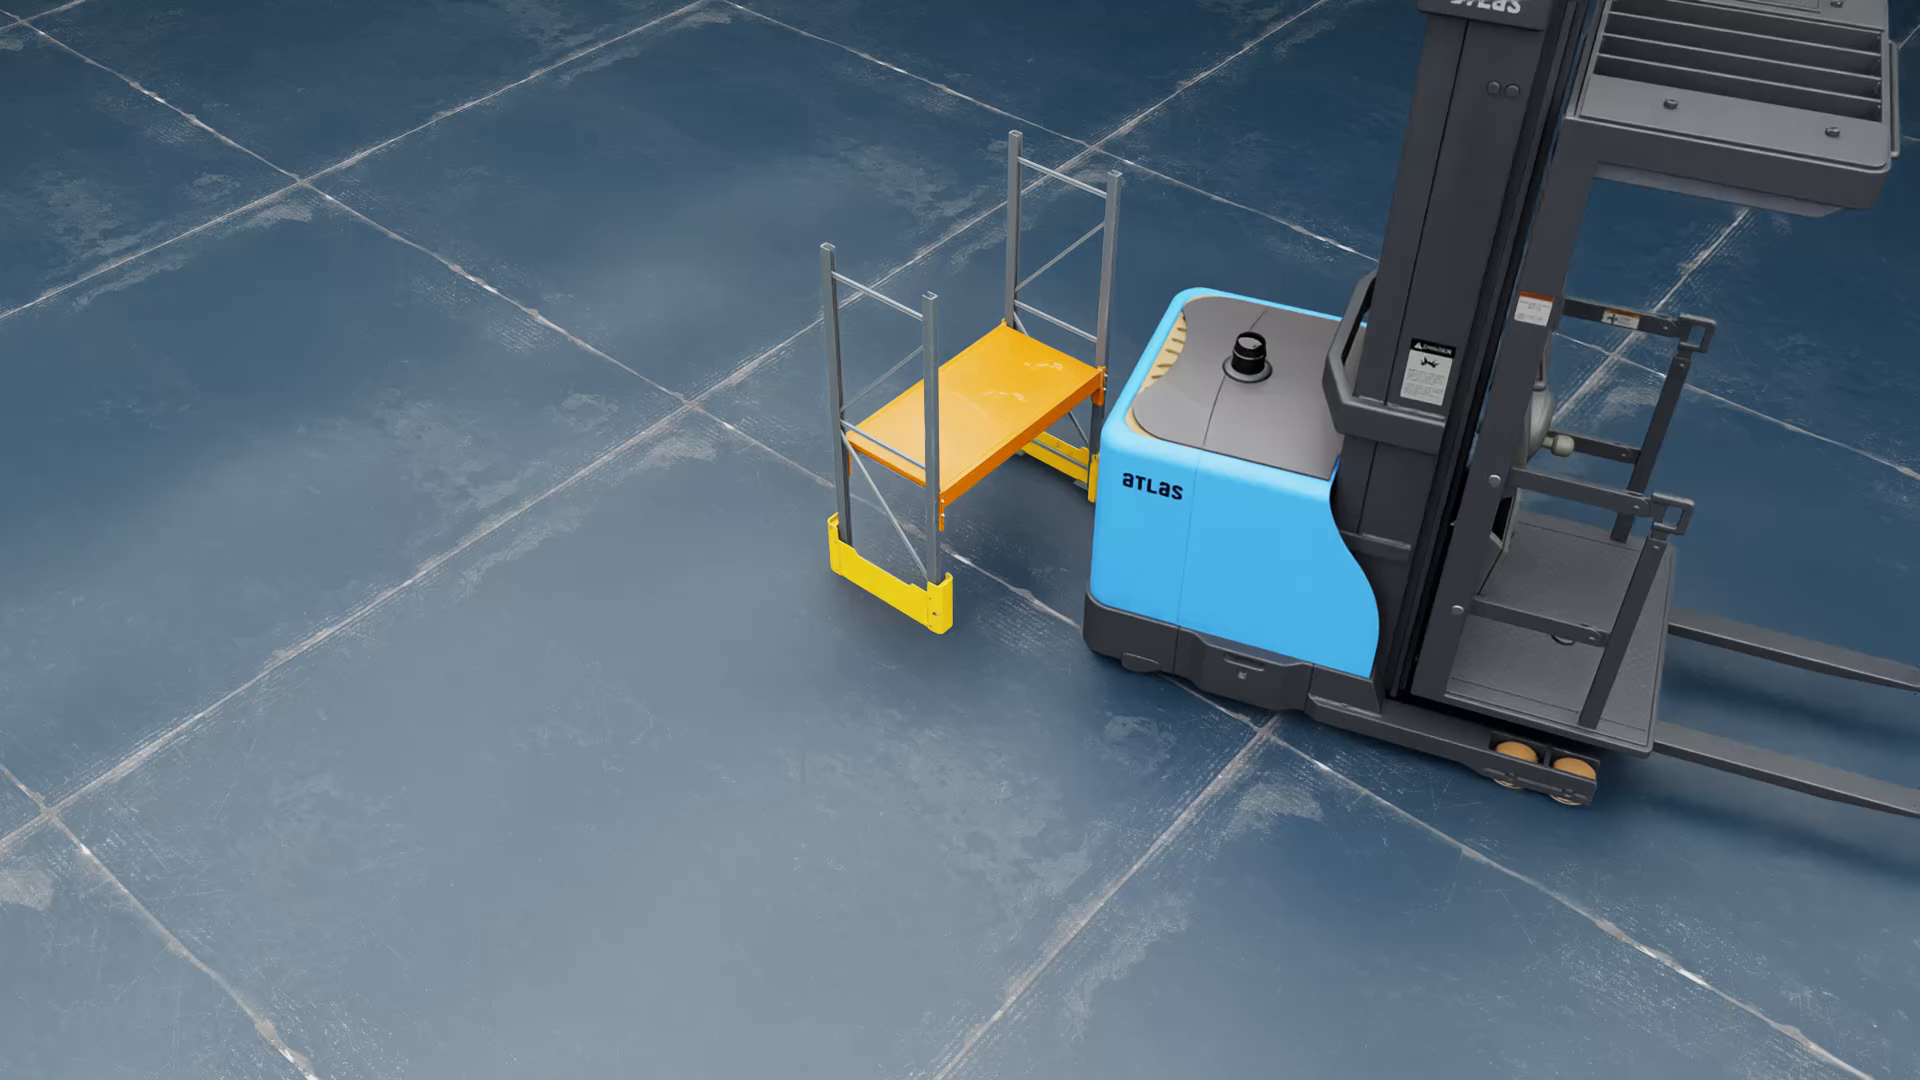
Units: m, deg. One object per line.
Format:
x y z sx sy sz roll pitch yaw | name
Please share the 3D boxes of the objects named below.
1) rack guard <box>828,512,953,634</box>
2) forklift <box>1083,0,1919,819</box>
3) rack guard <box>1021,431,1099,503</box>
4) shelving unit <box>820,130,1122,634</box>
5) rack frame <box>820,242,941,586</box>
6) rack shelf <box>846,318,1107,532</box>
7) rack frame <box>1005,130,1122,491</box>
-0.271 0.125 6.427 0.587 0.250 0.087 29 50 28 | rack guard
2.029 -0.579 5.208 3.031 2.935 1.130 15 44 16 | forklift
0.370 -0.388 6.991 0.587 0.250 0.087 29 50 28 | rack guard
0.049 -0.594 6.289 0.587 1.500 1.083 29 50 28 | shelving unit
-0.272 -0.337 6.006 0.500 1.500 0.032 29 50 28 | rack frame
0.055 -0.466 6.415 0.538 0.185 1.000 29 50 28 | rack shelf
0.382 -0.861 6.582 0.500 1.500 0.032 29 50 28 | rack frame
